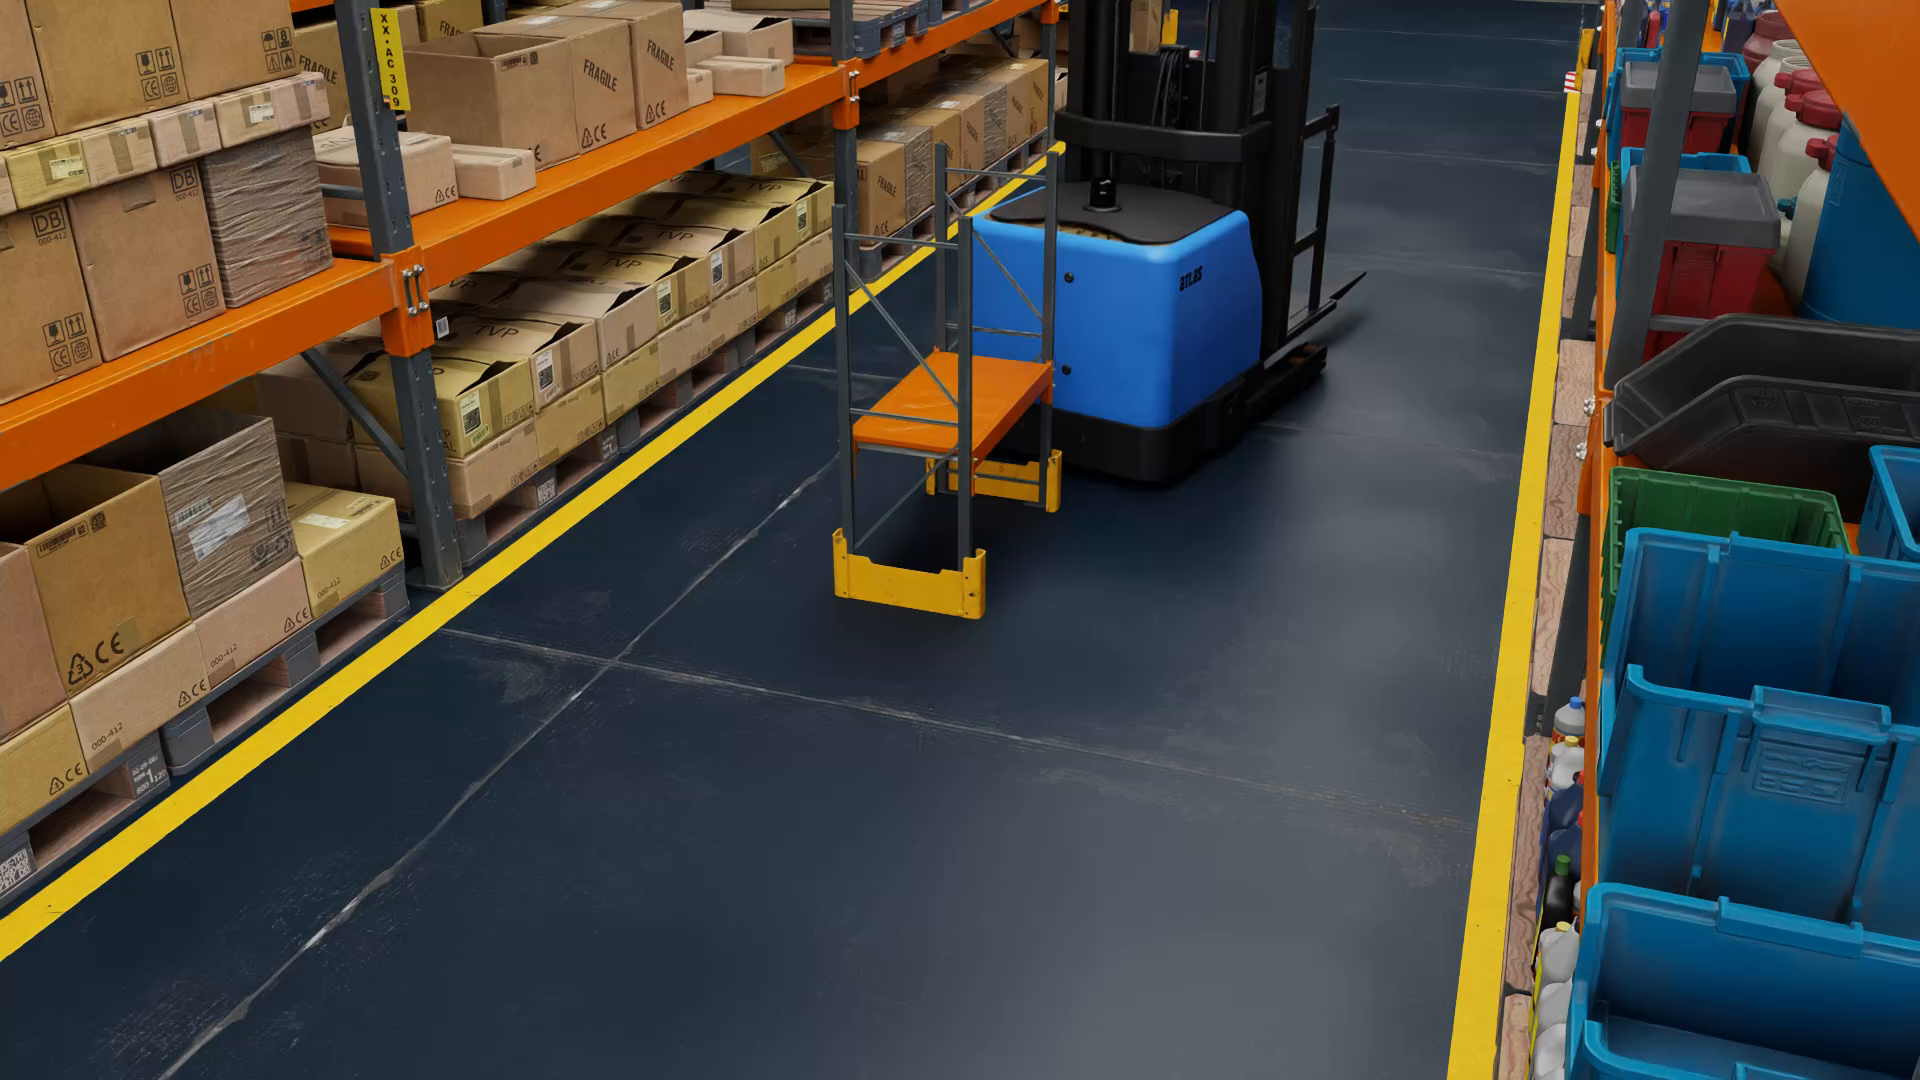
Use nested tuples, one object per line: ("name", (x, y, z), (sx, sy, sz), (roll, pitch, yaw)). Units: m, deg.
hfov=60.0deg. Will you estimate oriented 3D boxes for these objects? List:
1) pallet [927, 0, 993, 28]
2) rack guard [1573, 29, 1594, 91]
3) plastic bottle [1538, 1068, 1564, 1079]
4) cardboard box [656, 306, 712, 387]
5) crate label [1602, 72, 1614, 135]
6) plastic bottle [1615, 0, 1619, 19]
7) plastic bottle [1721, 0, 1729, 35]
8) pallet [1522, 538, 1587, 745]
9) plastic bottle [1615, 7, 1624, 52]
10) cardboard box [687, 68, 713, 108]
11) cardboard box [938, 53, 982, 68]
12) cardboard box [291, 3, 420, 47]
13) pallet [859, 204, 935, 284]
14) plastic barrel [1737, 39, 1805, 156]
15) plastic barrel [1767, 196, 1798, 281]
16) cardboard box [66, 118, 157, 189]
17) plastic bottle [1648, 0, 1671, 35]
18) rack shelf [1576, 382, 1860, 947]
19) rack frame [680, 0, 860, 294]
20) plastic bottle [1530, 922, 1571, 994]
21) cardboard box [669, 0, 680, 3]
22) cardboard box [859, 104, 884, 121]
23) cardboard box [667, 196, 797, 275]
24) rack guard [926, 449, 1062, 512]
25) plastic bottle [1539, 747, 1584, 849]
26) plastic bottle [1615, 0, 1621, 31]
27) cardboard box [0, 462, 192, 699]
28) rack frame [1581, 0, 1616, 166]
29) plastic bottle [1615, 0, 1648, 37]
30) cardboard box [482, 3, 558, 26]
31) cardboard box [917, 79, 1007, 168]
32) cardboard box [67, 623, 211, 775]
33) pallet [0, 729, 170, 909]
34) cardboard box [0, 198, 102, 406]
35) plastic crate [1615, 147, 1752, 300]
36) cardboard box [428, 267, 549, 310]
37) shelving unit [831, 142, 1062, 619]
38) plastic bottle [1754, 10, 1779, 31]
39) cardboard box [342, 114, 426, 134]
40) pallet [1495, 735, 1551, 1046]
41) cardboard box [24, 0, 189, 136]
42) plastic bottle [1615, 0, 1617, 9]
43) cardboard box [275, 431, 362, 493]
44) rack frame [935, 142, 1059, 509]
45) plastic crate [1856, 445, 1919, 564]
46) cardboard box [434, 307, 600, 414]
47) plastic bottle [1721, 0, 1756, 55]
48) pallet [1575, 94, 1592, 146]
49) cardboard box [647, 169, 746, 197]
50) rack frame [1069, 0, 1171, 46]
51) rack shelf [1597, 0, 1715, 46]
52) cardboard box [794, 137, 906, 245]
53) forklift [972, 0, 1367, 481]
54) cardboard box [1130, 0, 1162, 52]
("pallet", (-0.436, -3.602, 10.969), (1.003, 0.211, 1.213), (9, 27, 17))
("rack guard", (6.249, -4.343, 15.147), (1.175, 0.500, 0.348), (9, 27, 17))
("plastic bottle", (1.236, 1.228, 3.391), (0.152, 0.276, 0.135), (9, 27, 18))
("cardboard box", (-1.531, -0.958, 7.961), (0.500, 0.250, 0.500), (9, 27, 18))
("crate label", (3.097, -1.975, 7.579), (0.303, 0.233, 0.416), (9, 27, 17))
("plastic bottle", (4.222, -3.426, 10.531), (0.097, 0.271, 0.097), (0, 26, 0))
("plastic bottle", (4.682, -3.199, 10.063), (0.097, 0.271, 0.097), (0, 26, 0))
("pallet", (2.484, 0.401, 5.679), (1.003, 0.211, 1.213), (9, 27, 17))
("plastic bottle", (3.809, -2.945, 9.525), (0.061, 0.283, 0.133), (9, 27, 17))
("cardboard box", (-1.450, -2.244, 8.230), (0.380, 0.149, 0.250), (11, 28, 21))
("cardboard box", (-0.139, -3.442, 12.781), (0.500, 0.500, 0.500), (8, 27, 15))
("cardboard box", (-4.807, -3.819, 13.181), (0.750, 0.750, 0.750), (10, 27, 19))
("pallet", (-0.795, -1.935, 10.505), (1.003, 0.211, 1.213), (9, 27, 17))
("plastic barrel", (3.450, -1.766, 6.826), (0.421, 0.512, 0.421), (0, 26, 0))
("plastic barrel", (2.845, -0.985, 5.500), (0.301, 0.262, 0.301), (0, 26, 0))
("cardboard box", (-2.554, -1.122, 4.766), (0.380, 0.149, 0.250), (9, 27, 17))
("plastic bottle", (4.244, -3.220, 10.100), (0.152, 0.276, 0.135), (9, 27, 17))
("rack shelf", (1.594, 0.620, 2.852), (1.077, 0.370, 4.000), (9, 27, 17))
("rack frame", (-1.079, -2.889, 9.275), (1.000, 3.000, 0.127), (9, 27, 17))
("plastic bottle", (1.420, 0.998, 3.953), (0.097, 0.201, 0.097), (0, 26, 0))
("cardboard box", (-3.228, -5.655, 17.374), (0.700, 0.500, 0.500), (9, 27, 17))
("cardboard box", (-0.817, -2.593, 11.027), (0.500, 0.500, 0.500), (8, 27, 16))
("cardboard box", (-1.188, -1.627, 8.699), (0.500, 0.311, 0.500), (8, 27, 17))
("rack guard", (0.140, -0.286, 7.054), (0.587, 0.250, 0.087), (9, 27, 17))
("plastic bottle", (1.658, 0.707, 4.469), (0.152, 0.276, 0.135), (10, 27, 19))
("plastic bottle", (4.100, -3.242, 10.145), (0.152, 0.276, 0.135), (9, 27, 17))
("cardboard box", (-2.699, 0.098, 4.918), (0.500, 0.500, 0.500), (9, 27, 17))
("rack frame", (4.922, -3.813, 11.183), (1.000, 3.000, 0.127), (9, 27, 17))
("plastic bottle", (4.023, -3.146, 9.948), (0.152, 0.276, 0.135), (9, 27, 17))
("cardboard box", (-4.075, -4.606, 15.207), (0.700, 0.500, 0.500), (9, 27, 18))
("cardboard box", (0.018, -2.953, 11.771), (0.500, 0.500, 0.500), (9, 27, 18))
("cardboard box", (-2.687, 0.437, 5.078), (0.500, 0.250, 0.500), (9, 27, 17))
("pallet", (-3.119, 0.834, 4.786), (1.003, 0.211, 1.213), (9, 27, 17))
("cardboard box", (-2.892, -0.684, 4.605), (0.700, 0.500, 0.500), (9, 27, 18))
("plastic crate", (2.333, -1.017, 5.426), (0.392, 0.384, 0.575), (9, 27, 17))
("cardboard box", (-2.210, -1.076, 7.561), (0.500, 0.311, 0.500), (9, 27, 17))
("shelving unit", (-0.025, -0.644, 6.358), (0.587, 1.500, 1.083), (9, 27, 17))
("plastic bottle", (4.501, -2.814, 9.263), (0.152, 0.276, 0.135), (9, 27, 17))
("cardboard box", (-2.291, -1.573, 6.710), (0.396, 0.266, 0.258), (8, 27, 16))
("pallet", (1.997, 1.000, 4.443), (1.003, 0.211, 1.213), (9, 27, 17))
("cardboard box", (-2.719, -1.483, 4.767), (0.700, 0.500, 0.500), (9, 27, 17))
("plastic bottle", (4.353, -3.617, 10.912), (0.061, 0.283, 0.133), (9, 27, 17))
("cardboard box", (-2.546, -0.409, 6.826), (0.500, 0.250, 0.500), (8, 27, 17))
("rack frame", (0.141, -0.849, 6.782), (0.500, 1.500, 0.032), (9, 27, 17))
("plastic crate", (2.147, 0.036, 3.405), (0.499, 0.251, 0.616), (9, 27, 17))
("cardboard box", (-1.866, -0.788, 6.965), (0.500, 0.311, 0.500), (8, 27, 17))
("plastic bottle", (4.370, -2.880, 9.312), (0.144, 0.351, 0.185), (9, 27, 17))
("pallet", (5.534, -3.369, 13.465), (1.003, 0.211, 1.213), (9, 27, 17))
("cardboard box", (-1.530, -1.920, 9.304), (0.500, 0.311, 0.500), (10, 27, 19))
("rack frame", (1.583, -6.177, 16.065), (1.000, 3.000, 0.127), (9, 27, 17))
("rack shelf", (5.587, -4.311, 13.037), (1.077, 0.370, 4.000), (9, 27, 17))
("cardboard box", (-0.658, -2.108, 10.024), (0.500, 0.500, 0.500), (10, 28, 20))
("forklift", (1.208, -2.166, 7.861), (1.130, 2.935, 3.031), (15, 30, 29))
("cardboard box", (1.634, -4.990, 15.978), (0.500, 0.500, 0.500), (9, 27, 17))
